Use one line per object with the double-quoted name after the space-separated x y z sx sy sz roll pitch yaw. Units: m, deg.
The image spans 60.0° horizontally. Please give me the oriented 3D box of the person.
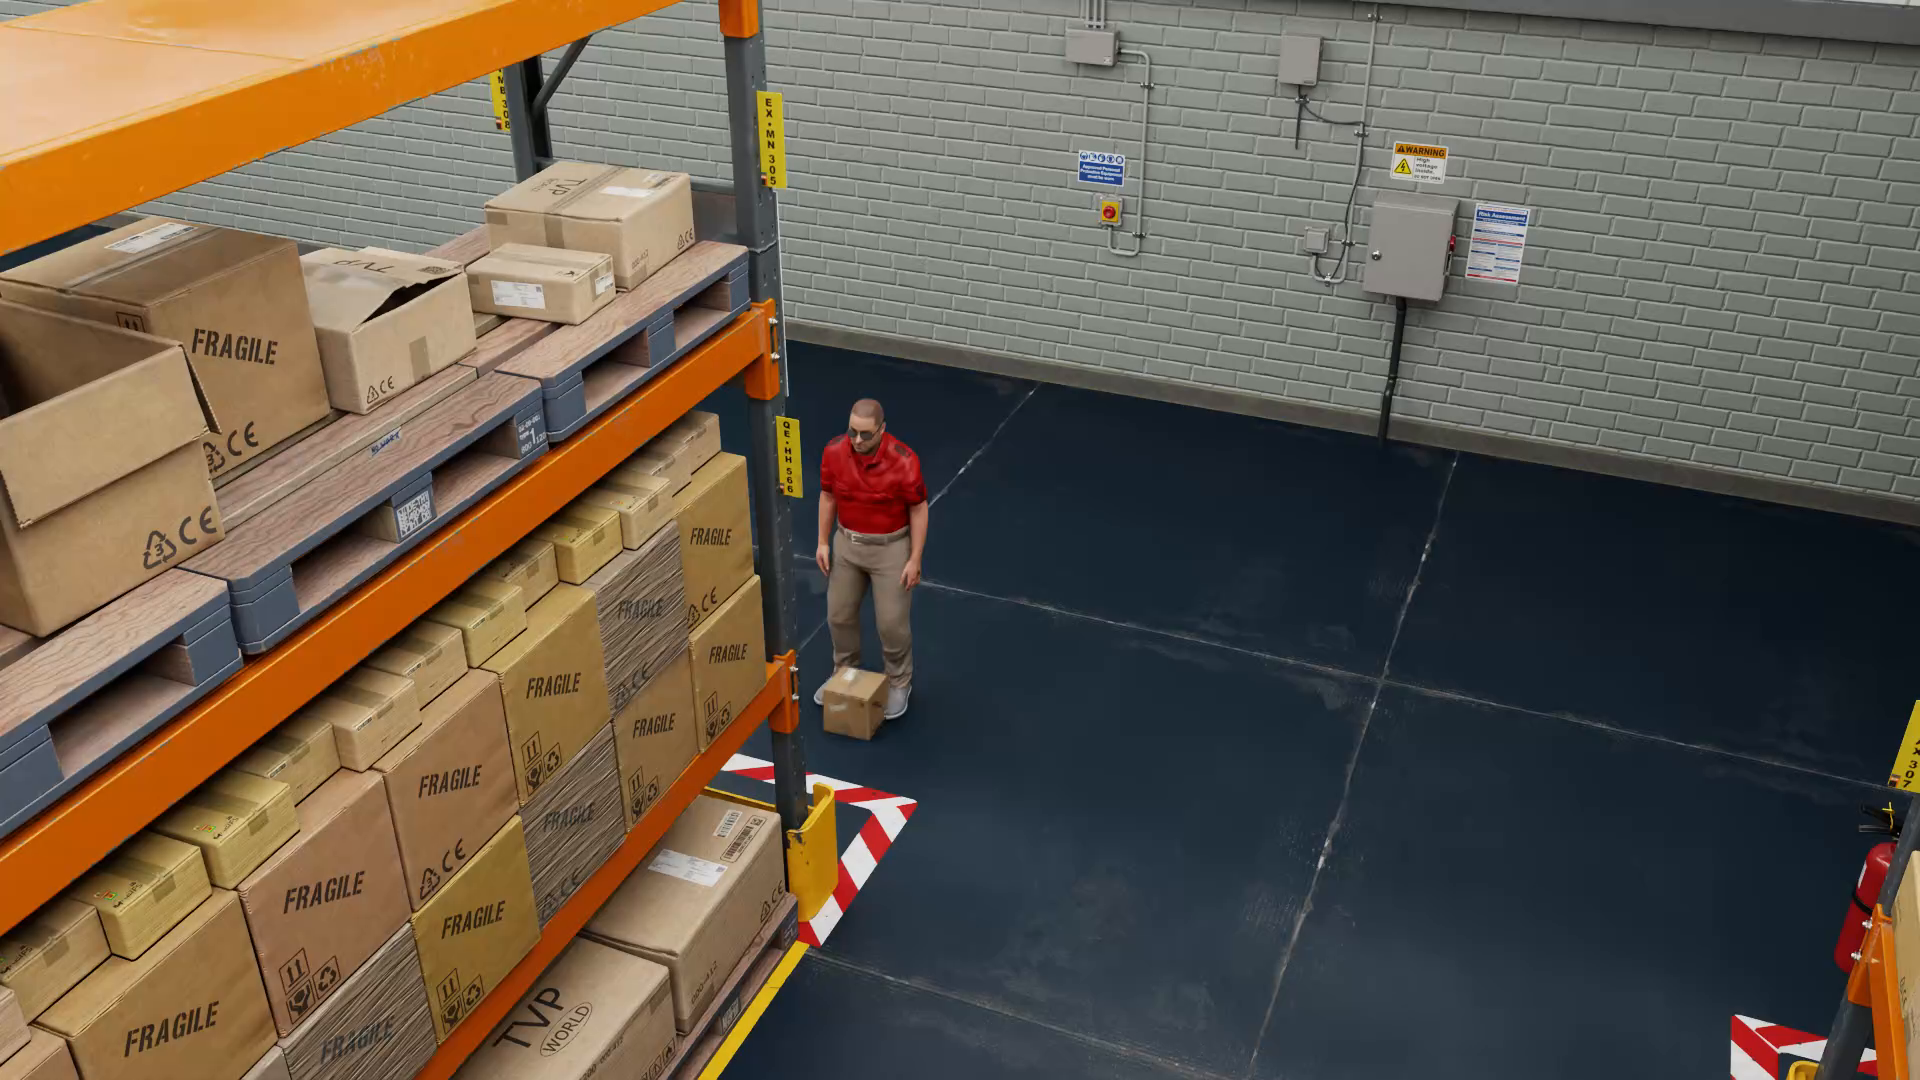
-0.444 0.067 8.294 0.578 1.727 0.390 10 31 17 "person"
